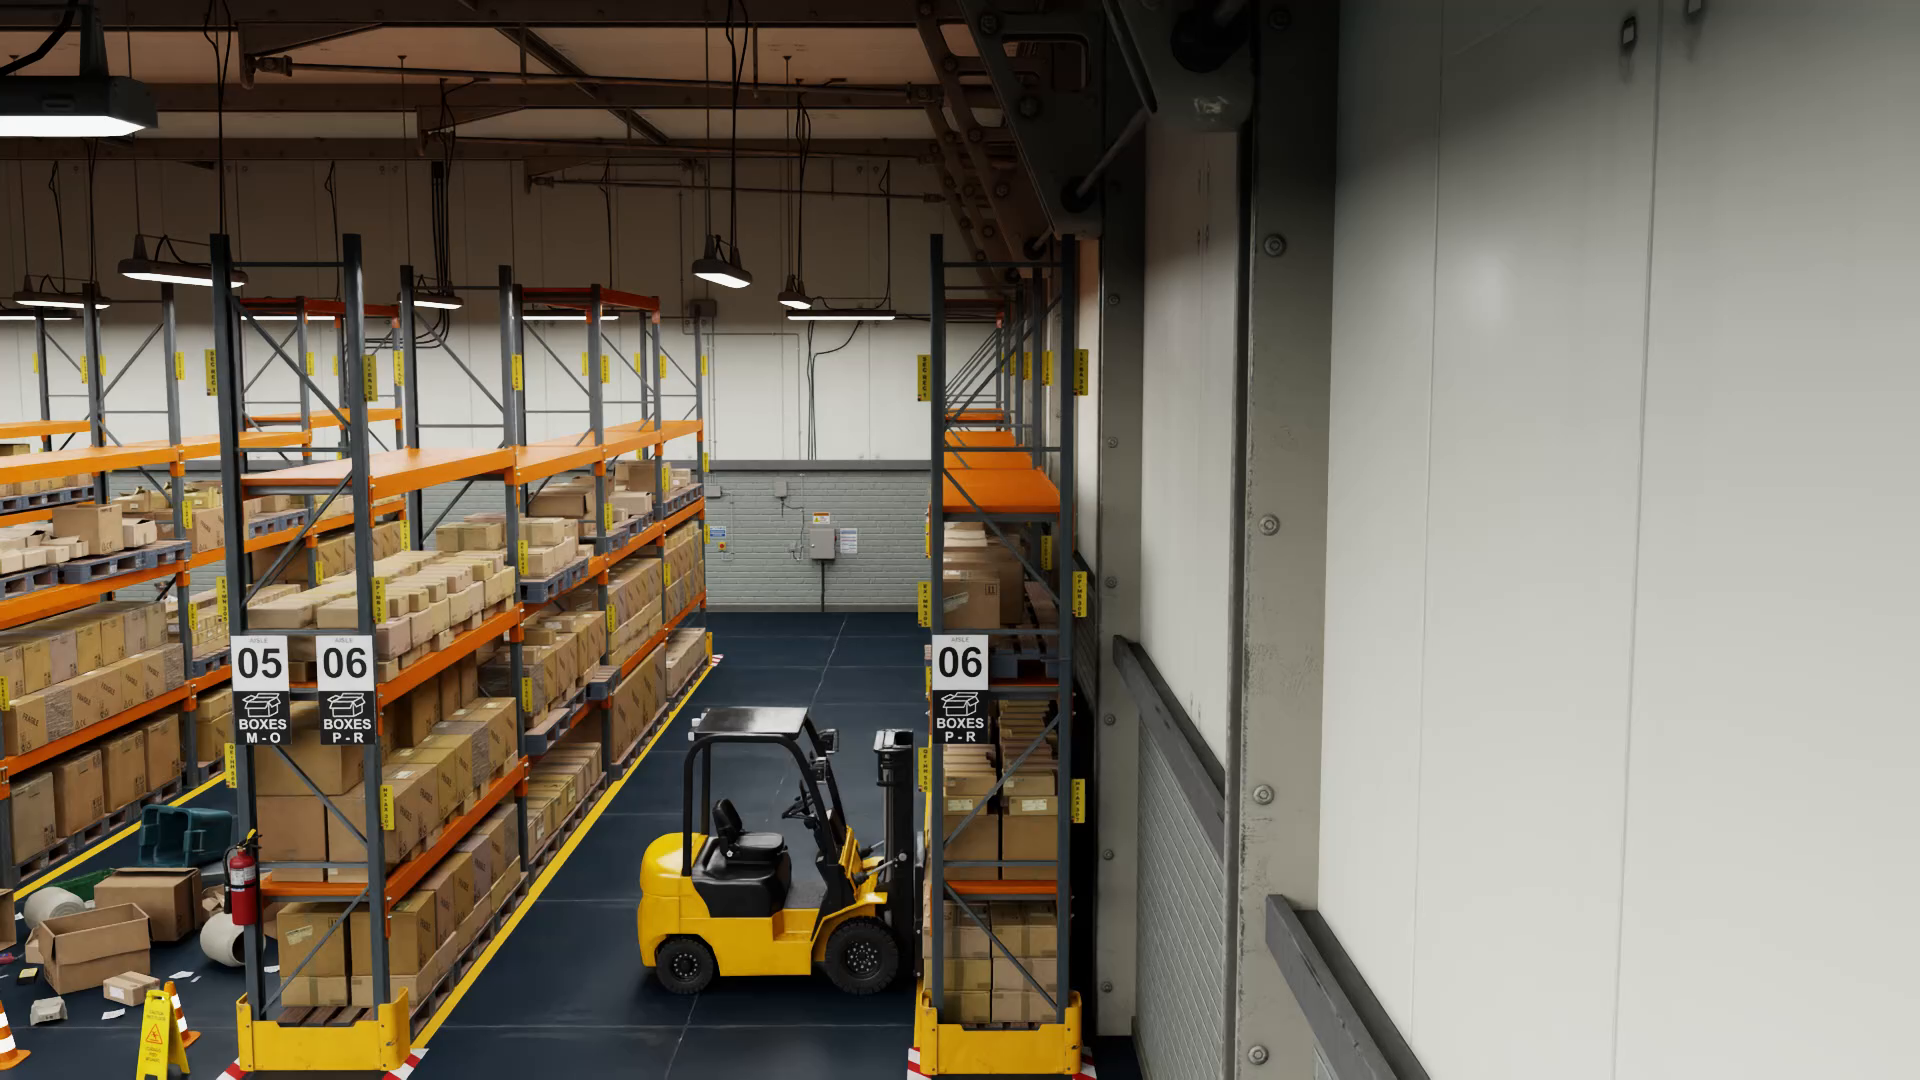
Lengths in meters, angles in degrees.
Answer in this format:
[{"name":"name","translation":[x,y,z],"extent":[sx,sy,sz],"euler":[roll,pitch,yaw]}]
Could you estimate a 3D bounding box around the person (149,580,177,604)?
[{"name":"person","translation":[-12.527,1.429,26.269],"extent":[0.480,1.654,0.695],"euler":[0,6,-2]}]
